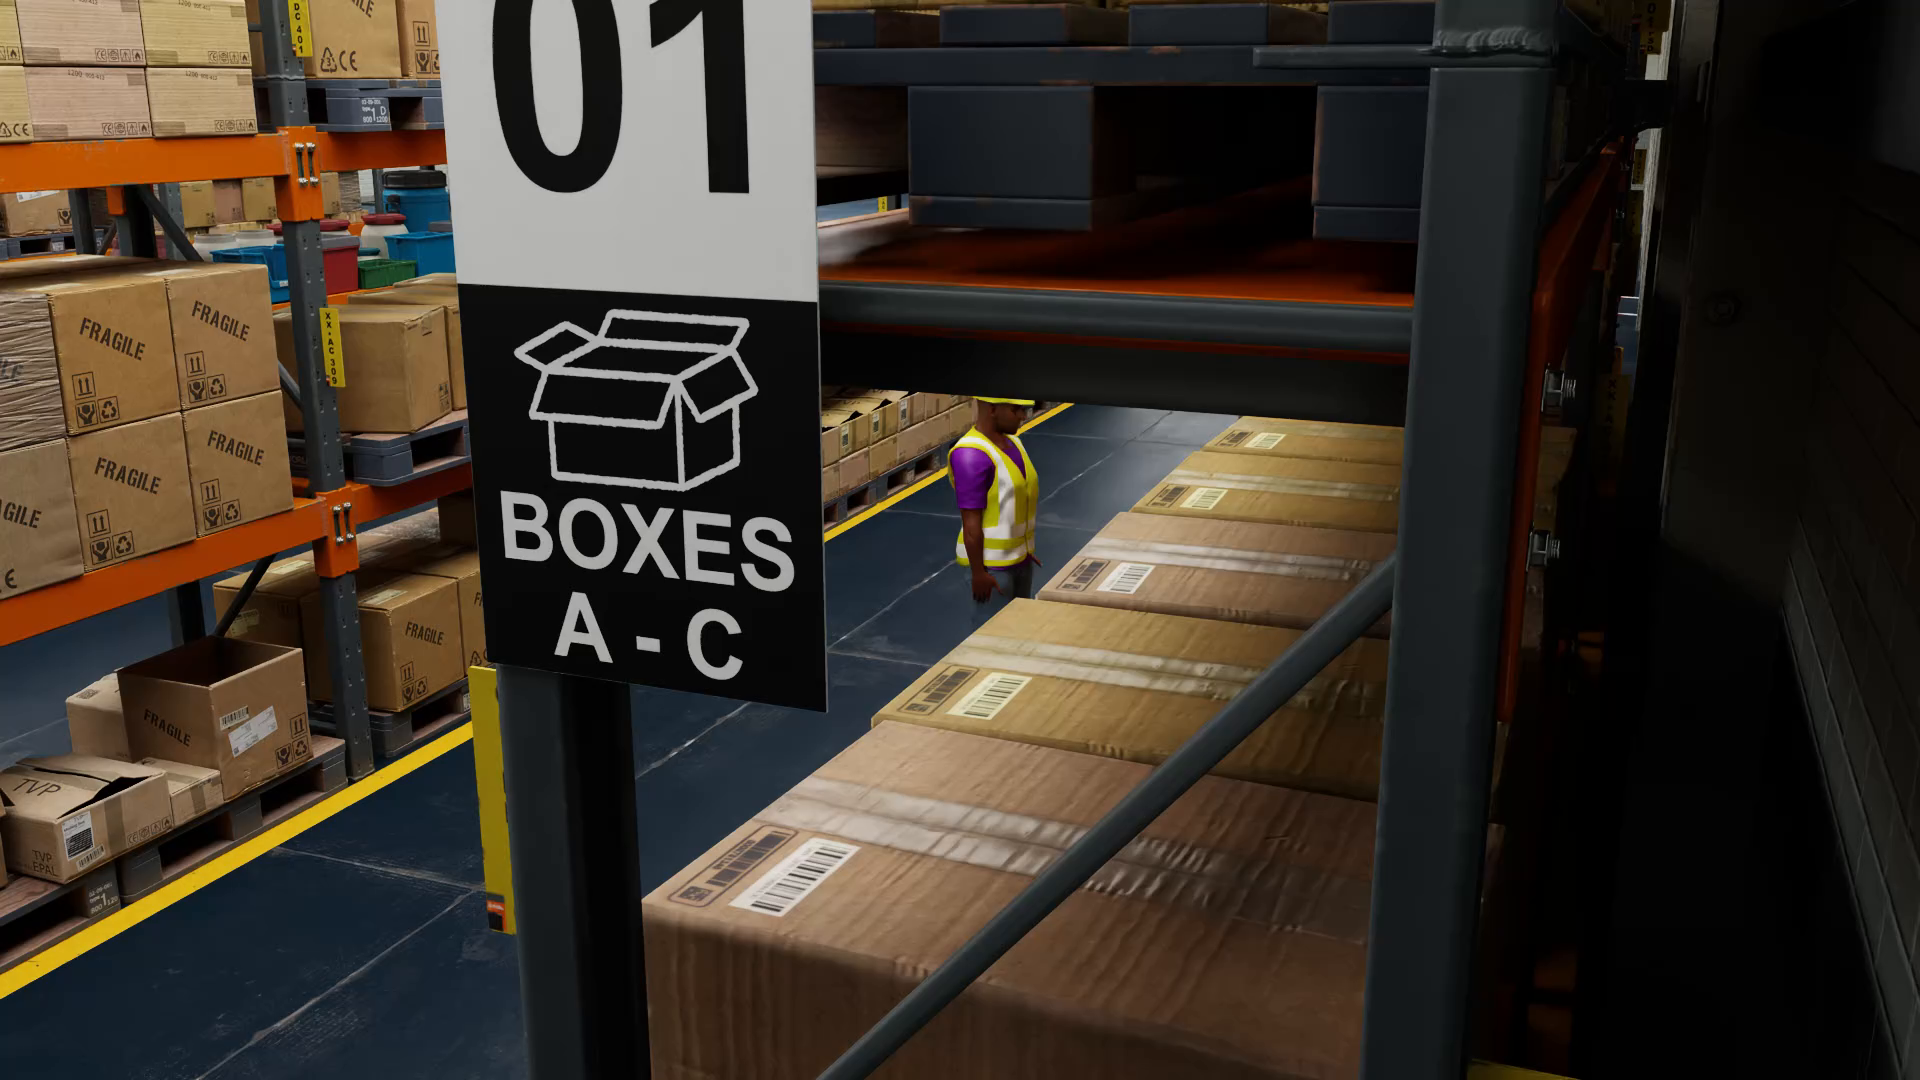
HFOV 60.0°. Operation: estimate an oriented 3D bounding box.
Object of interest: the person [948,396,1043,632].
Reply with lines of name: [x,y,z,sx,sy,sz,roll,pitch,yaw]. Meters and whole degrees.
person: [0.172,0.089,7.655,0.360,1.762,0.565,6,17,22]
